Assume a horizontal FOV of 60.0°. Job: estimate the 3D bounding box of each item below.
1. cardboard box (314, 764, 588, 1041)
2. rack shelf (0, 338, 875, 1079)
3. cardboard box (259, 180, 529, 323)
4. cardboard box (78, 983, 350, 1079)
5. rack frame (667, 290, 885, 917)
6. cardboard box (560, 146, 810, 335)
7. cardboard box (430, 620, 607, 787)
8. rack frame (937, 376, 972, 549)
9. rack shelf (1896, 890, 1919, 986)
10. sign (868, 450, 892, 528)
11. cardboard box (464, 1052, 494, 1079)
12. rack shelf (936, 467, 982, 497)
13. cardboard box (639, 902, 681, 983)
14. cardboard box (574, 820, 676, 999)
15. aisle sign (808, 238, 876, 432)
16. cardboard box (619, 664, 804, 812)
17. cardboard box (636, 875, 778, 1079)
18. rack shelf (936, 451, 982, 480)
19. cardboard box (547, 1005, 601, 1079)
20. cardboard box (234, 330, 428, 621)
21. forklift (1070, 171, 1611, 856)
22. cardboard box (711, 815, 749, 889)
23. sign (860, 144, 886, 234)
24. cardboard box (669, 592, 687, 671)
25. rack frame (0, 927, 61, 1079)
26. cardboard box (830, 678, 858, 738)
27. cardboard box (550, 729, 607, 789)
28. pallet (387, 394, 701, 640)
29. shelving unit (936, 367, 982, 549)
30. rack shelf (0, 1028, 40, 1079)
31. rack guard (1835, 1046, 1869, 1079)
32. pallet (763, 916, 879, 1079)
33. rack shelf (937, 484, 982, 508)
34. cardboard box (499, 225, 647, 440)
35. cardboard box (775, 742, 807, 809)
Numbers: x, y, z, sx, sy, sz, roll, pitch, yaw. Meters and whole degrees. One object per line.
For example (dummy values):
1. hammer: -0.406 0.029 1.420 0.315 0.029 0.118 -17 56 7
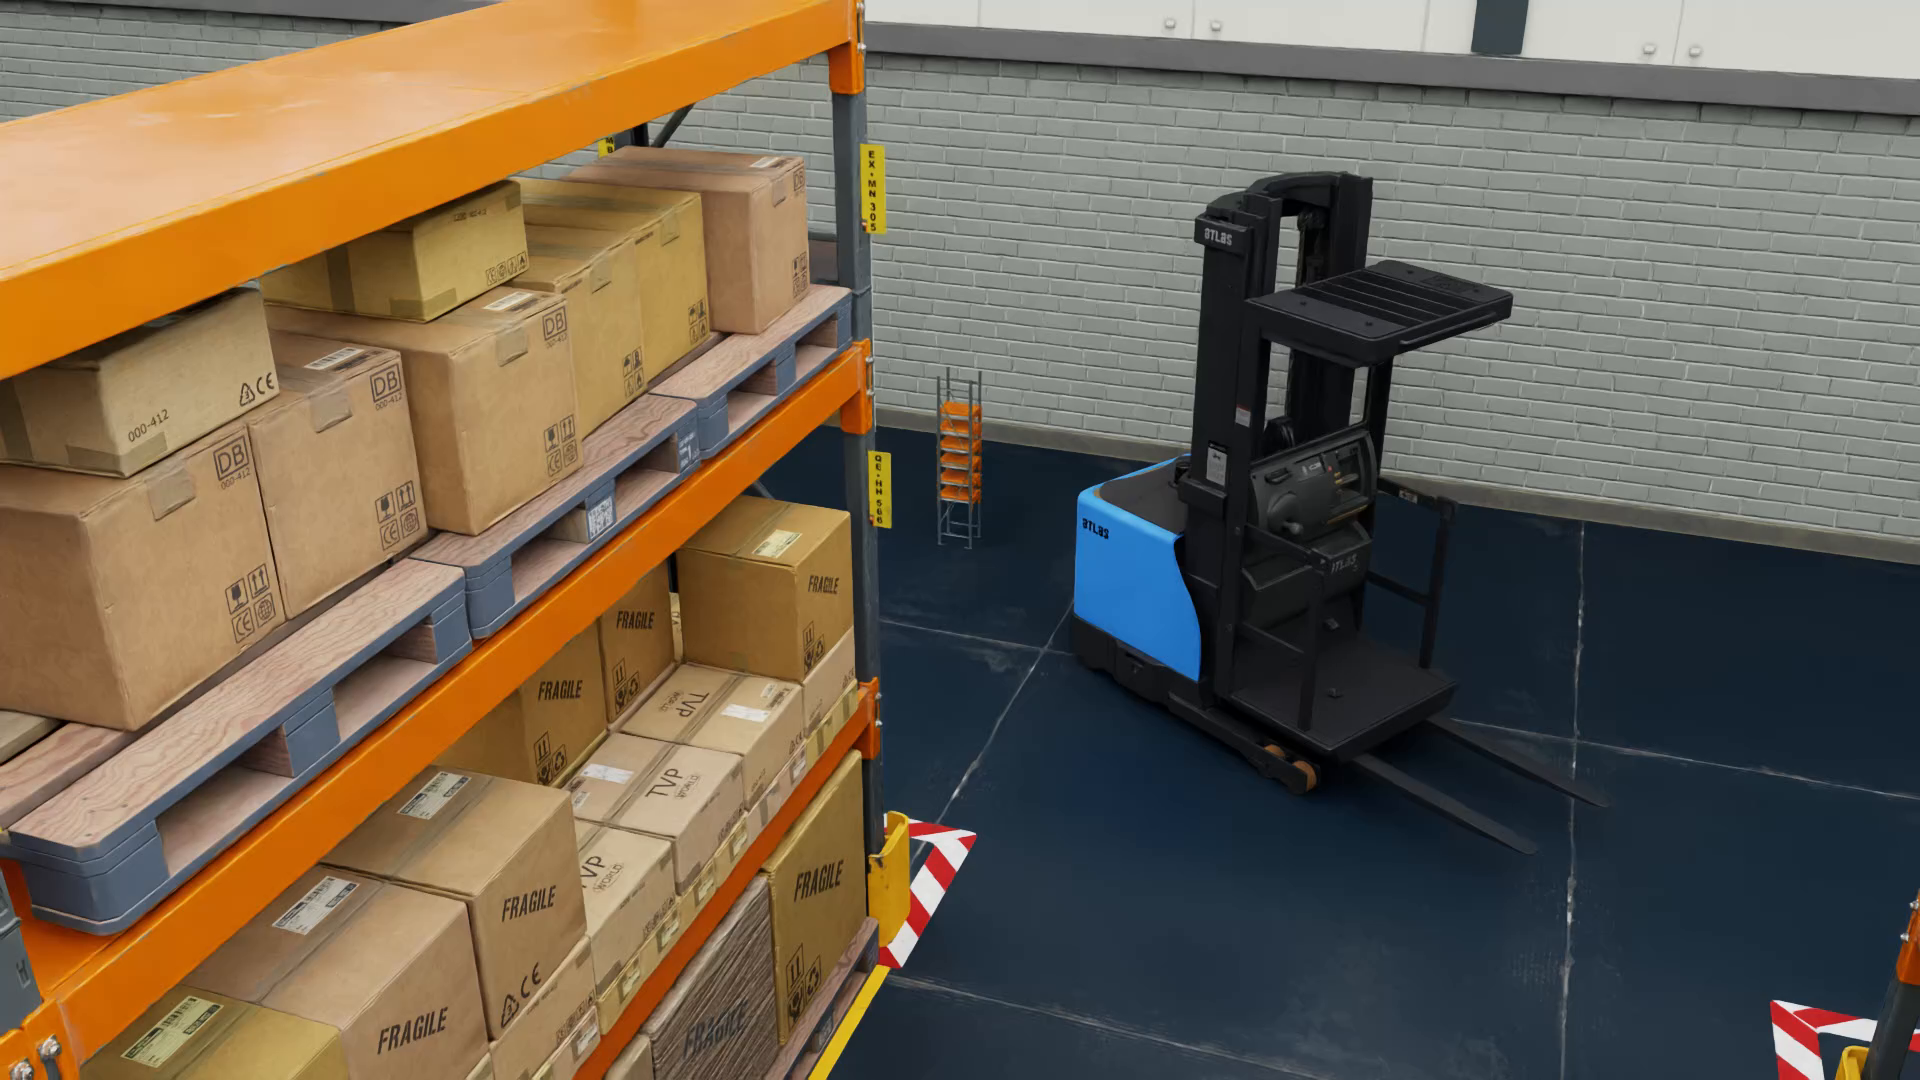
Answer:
1. cardboard box: -1.419 1.007 4.698 0.500 0.500 0.500 8 27 16
2. rack shelf: -1.494 0.138 4.906 1.077 0.370 4.000 9 27 17
3. cardboard box: -1.510 -0.795 4.436 0.500 0.250 0.500 8 27 16
4. cardboard box: -1.759 1.423 3.839 0.500 0.500 0.500 9 27 17
5. rack frame: -0.828 0.343 7.100 1.000 3.000 0.127 9 27 17
6. cardboard box: -0.951 -1.065 5.854 0.700 0.500 0.500 7 27 14
7. cardboard box: -1.576 0.516 5.712 0.500 0.500 0.500 8 27 16
8. rack frame: -0.035 -0.496 10.899 0.240 1.200 0.006 9 27 17
9. rack shelf: 3.150 2.249 3.988 1.077 0.370 4.000 9 27 17
10. sign: -0.321 -0.201 6.622 0.100 0.325 0.005 9 27 17
11. cardboard box: -1.586 1.561 4.414 0.500 0.250 0.500 9 27 17
12. rack shelf: -0.005 -0.386 11.048 0.258 0.103 0.180 9 27 17
13. cardboard box: -1.145 1.278 5.457 0.380 0.149 0.250 9 27 18
14. cardboard box: -1.247 1.146 5.271 0.500 0.250 0.500 9 27 18
15. aisle sign: -0.522 -0.813 6.505 0.394 0.787 0.004 9 27 17
16. cardboard box: -0.909 0.722 6.147 0.500 0.250 0.500 8 27 17
17. cardboard box: -1.269 1.759 6.132 0.875 0.875 0.875 9 27 17
18. rack shelf: -0.005 -0.494 10.996 0.258 0.103 0.180 9 27 17
19. cardboard box: -1.317 1.494 5.011 0.380 0.149 0.250 9 27 18
20. cardboard box: -1.773 -0.193 4.054 0.700 0.500 0.500 10 28 20
21. forklift: 1.962 -0.260 8.424 1.130 2.935 3.031 -19 32 -34
22. cardboard box: -0.975 1.070 5.887 0.380 0.149 0.250 8 27 16
23. sign: -0.321 -1.286 6.096 0.100 0.325 0.005 9 27 17
24. cardboard box: -1.243 0.434 6.741 0.500 0.250 0.500 8 27 16
25. rack frame: -2.160 1.987 3.705 1.000 3.000 0.127 9 27 17
26. cardboard box: -0.636 0.650 6.754 0.380 0.149 0.250 9 27 18
27. cardboard box: -1.580 0.855 5.873 0.500 0.250 0.500 8 27 16
28. pallet: -1.470 -0.158 4.794 1.003 0.211 1.213 9 27 17
29. shelving unit: -0.005 -0.534 10.976 0.258 1.200 0.189 9 27 17
30. rack shelf: -2.825 1.782 1.511 1.077 0.370 4.000 9 27 17
31. rack guard: 3.790 2.260 6.009 1.175 0.500 0.348 9 27 17
32. pallet: -1.021 1.938 7.006 1.003 0.211 1.213 9 27 17
33. rack shelf: -0.005 -0.278 11.100 0.258 0.103 0.180 9 27 17
34. cardboard box: -1.378 -0.632 4.959 0.700 0.500 0.500 7 27 14
35. cardboard box: -0.806 0.860 6.319 0.380 0.149 0.250 9 27 18
